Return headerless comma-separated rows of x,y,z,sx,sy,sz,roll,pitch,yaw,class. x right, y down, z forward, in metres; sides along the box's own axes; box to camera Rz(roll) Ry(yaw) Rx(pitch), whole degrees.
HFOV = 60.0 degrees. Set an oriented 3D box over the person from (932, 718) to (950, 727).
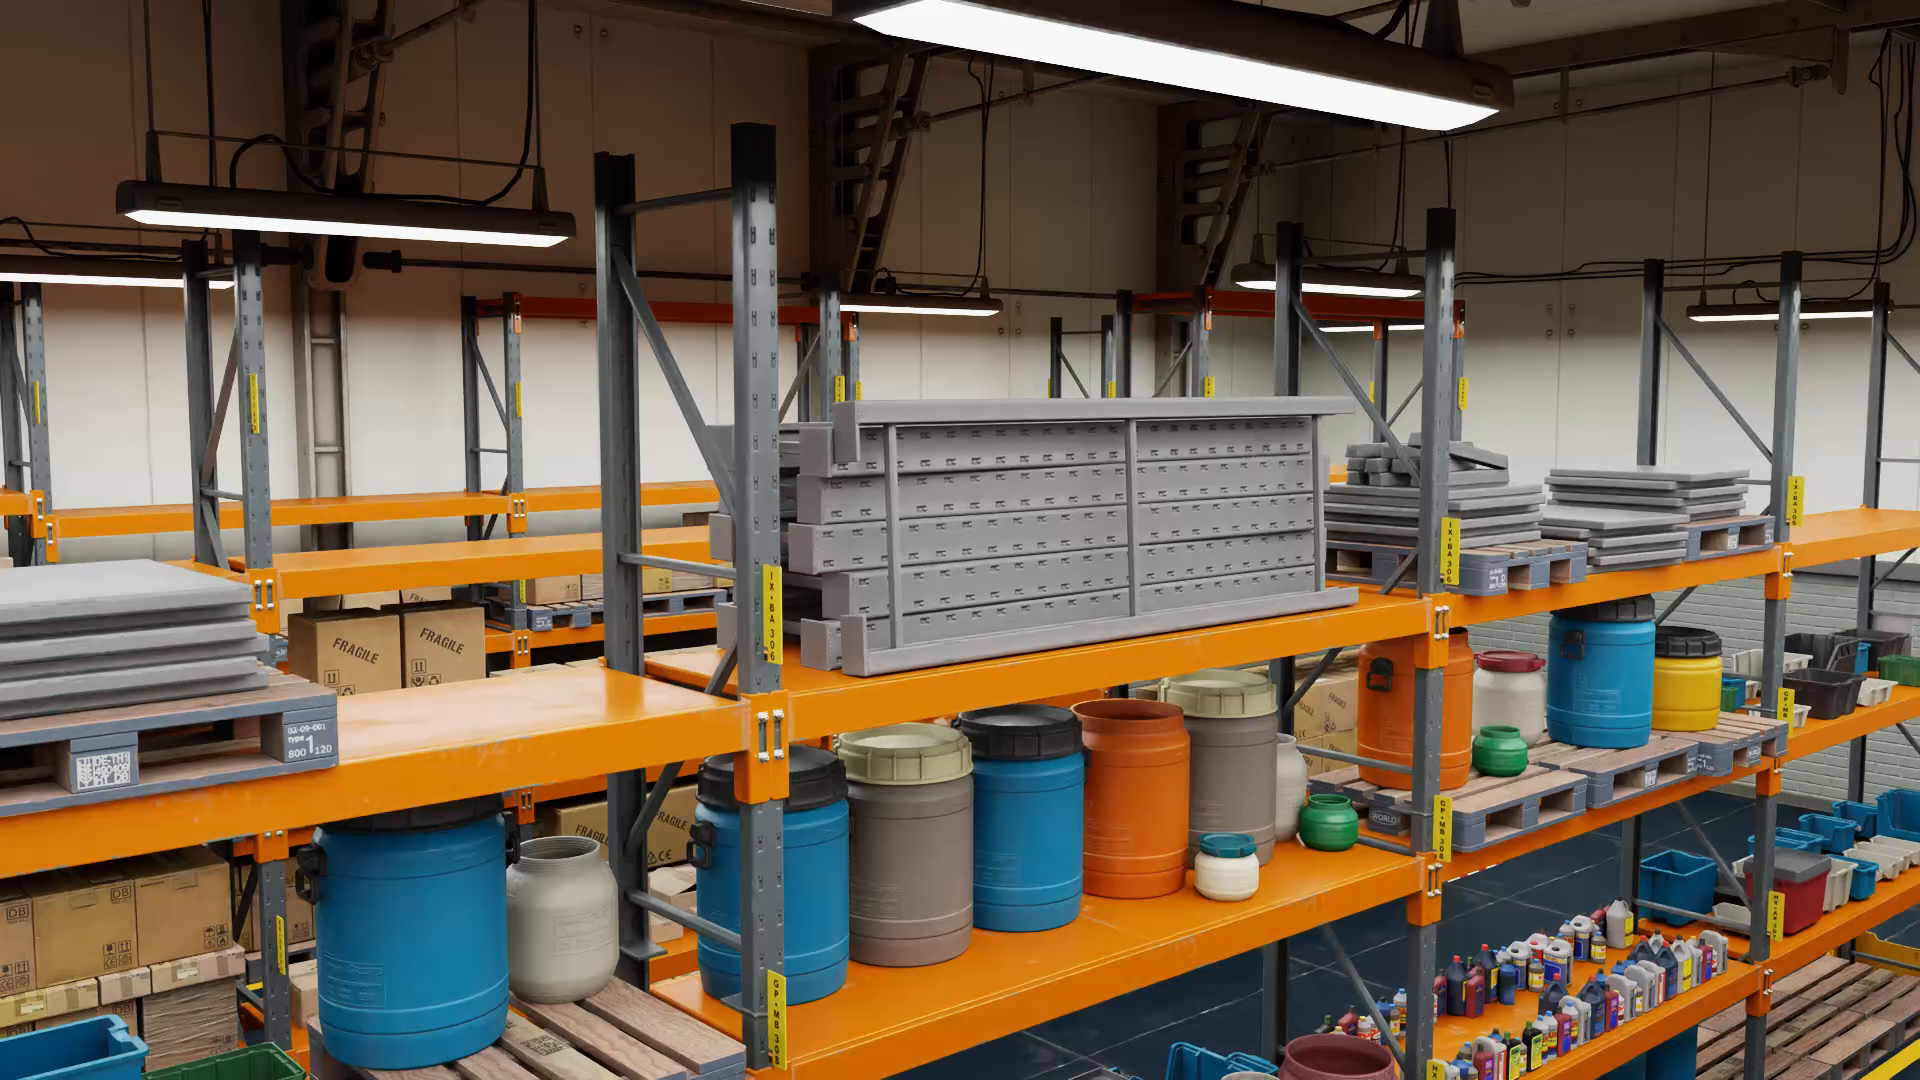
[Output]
-0.133,2.671,17.058,0.781,1.704,0.984,1,5,5,person
